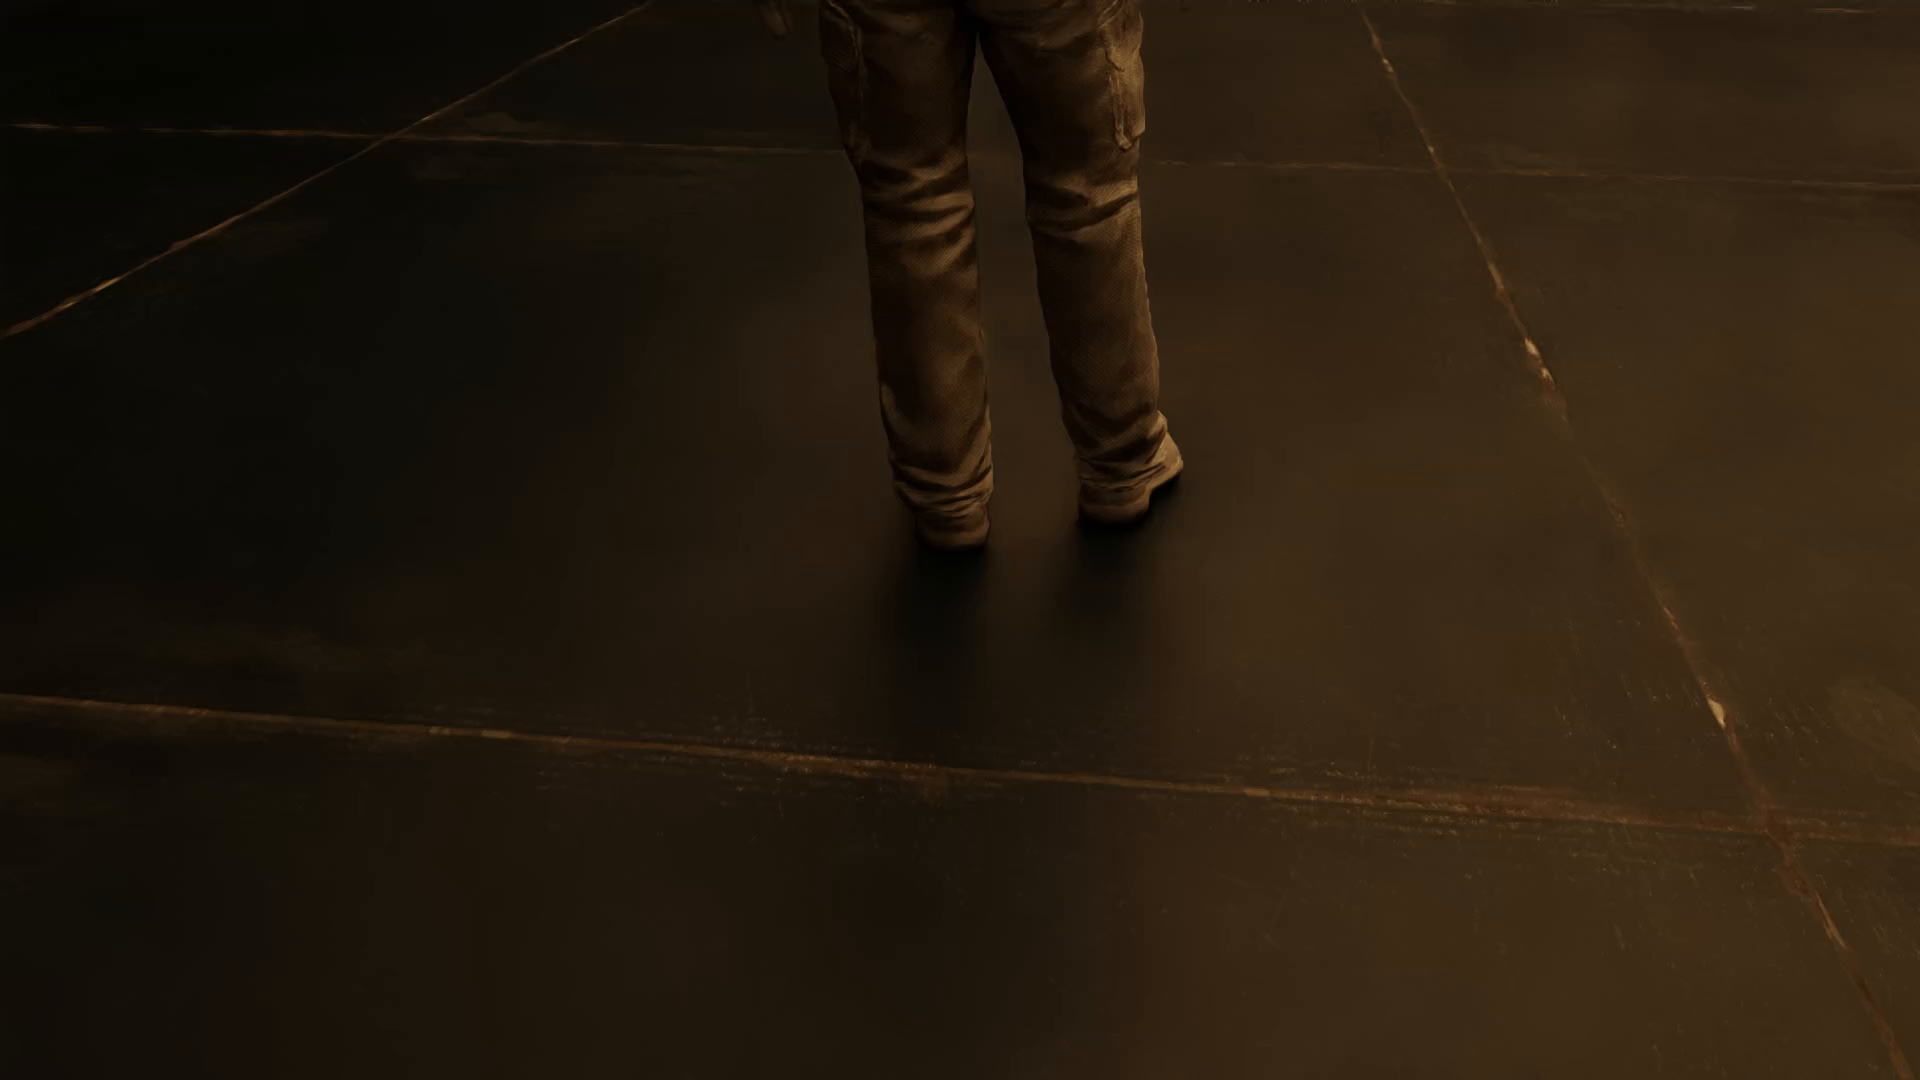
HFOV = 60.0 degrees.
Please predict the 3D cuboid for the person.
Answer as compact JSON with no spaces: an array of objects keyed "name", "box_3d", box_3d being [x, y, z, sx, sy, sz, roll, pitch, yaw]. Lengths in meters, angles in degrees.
[{"name":"person","box_3d":[0.017,-0.833,2.163,0.655,1.777,0.576,3,27,7]}]
